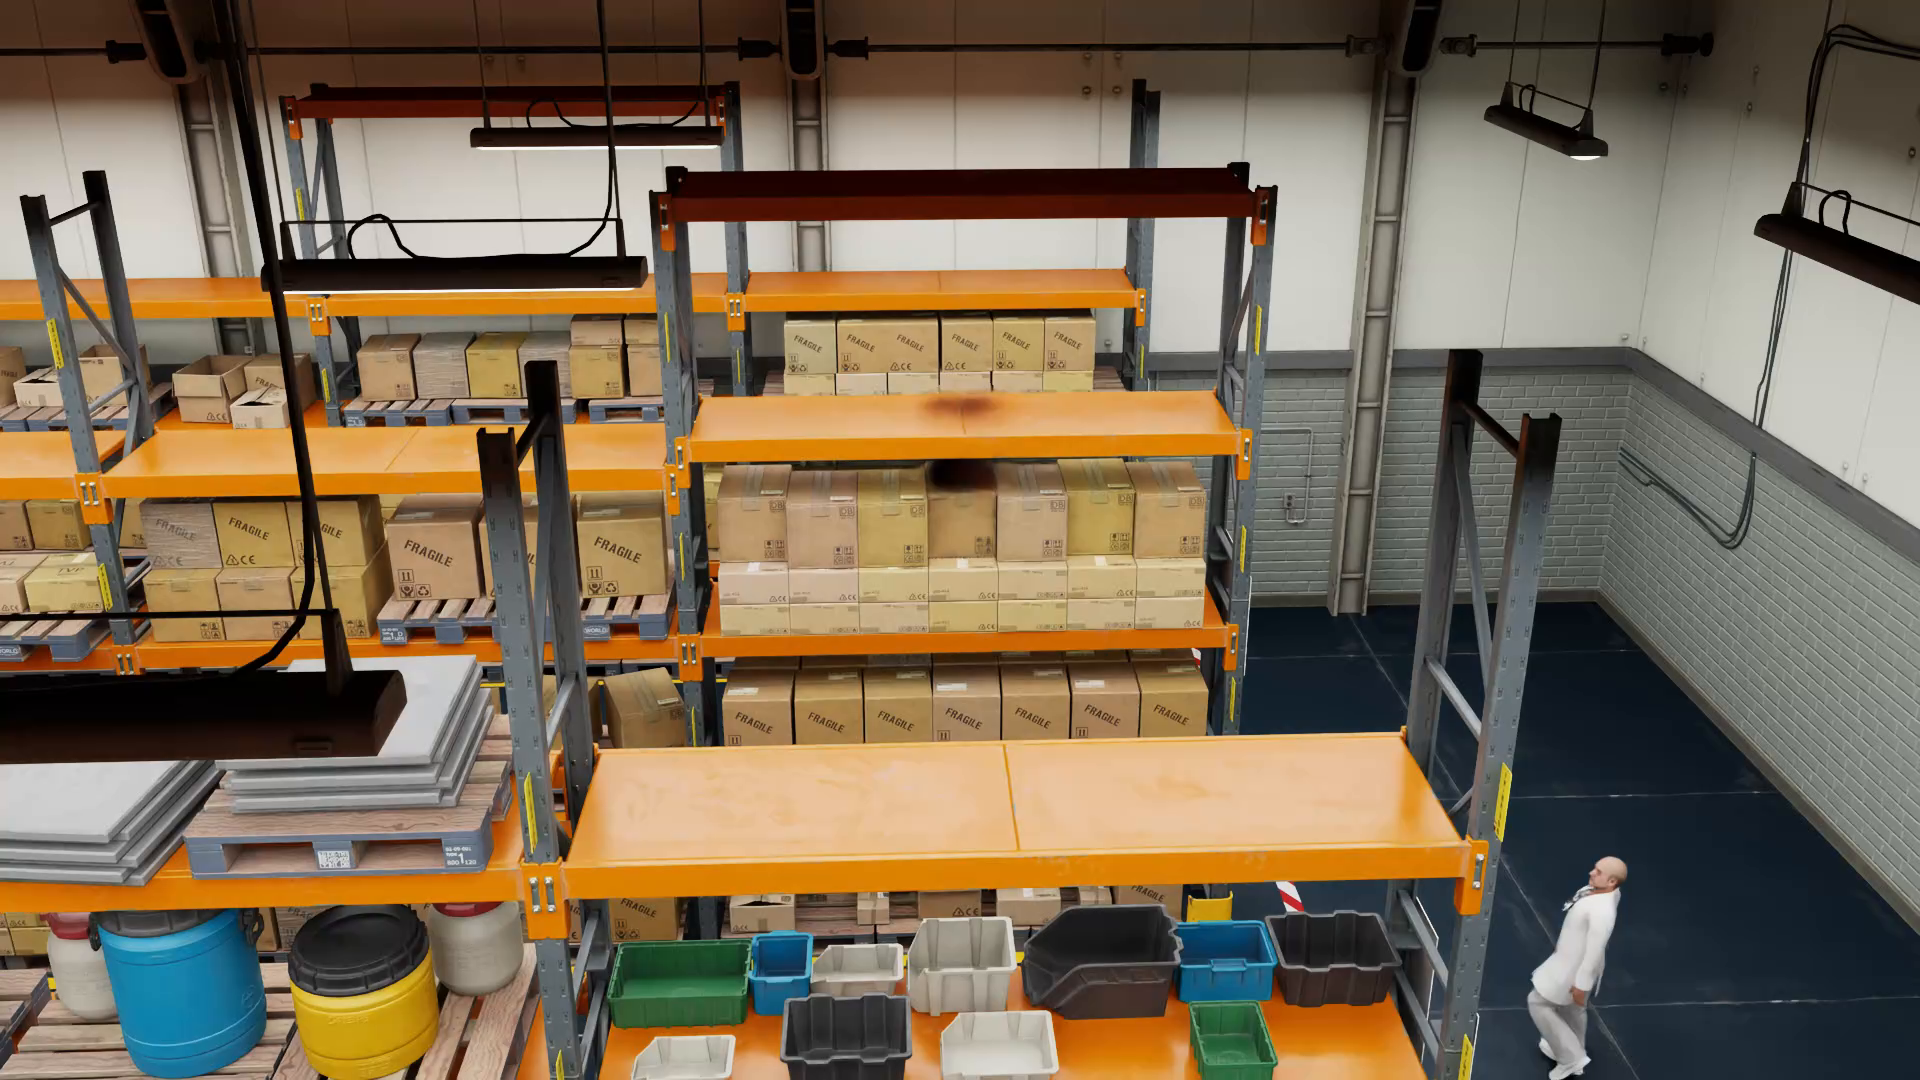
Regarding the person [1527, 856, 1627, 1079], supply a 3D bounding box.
[{"bbox_3d":[4.263,2.957,11.538,0.494,1.803,0.573,17,28,35],"label":"person"}]
